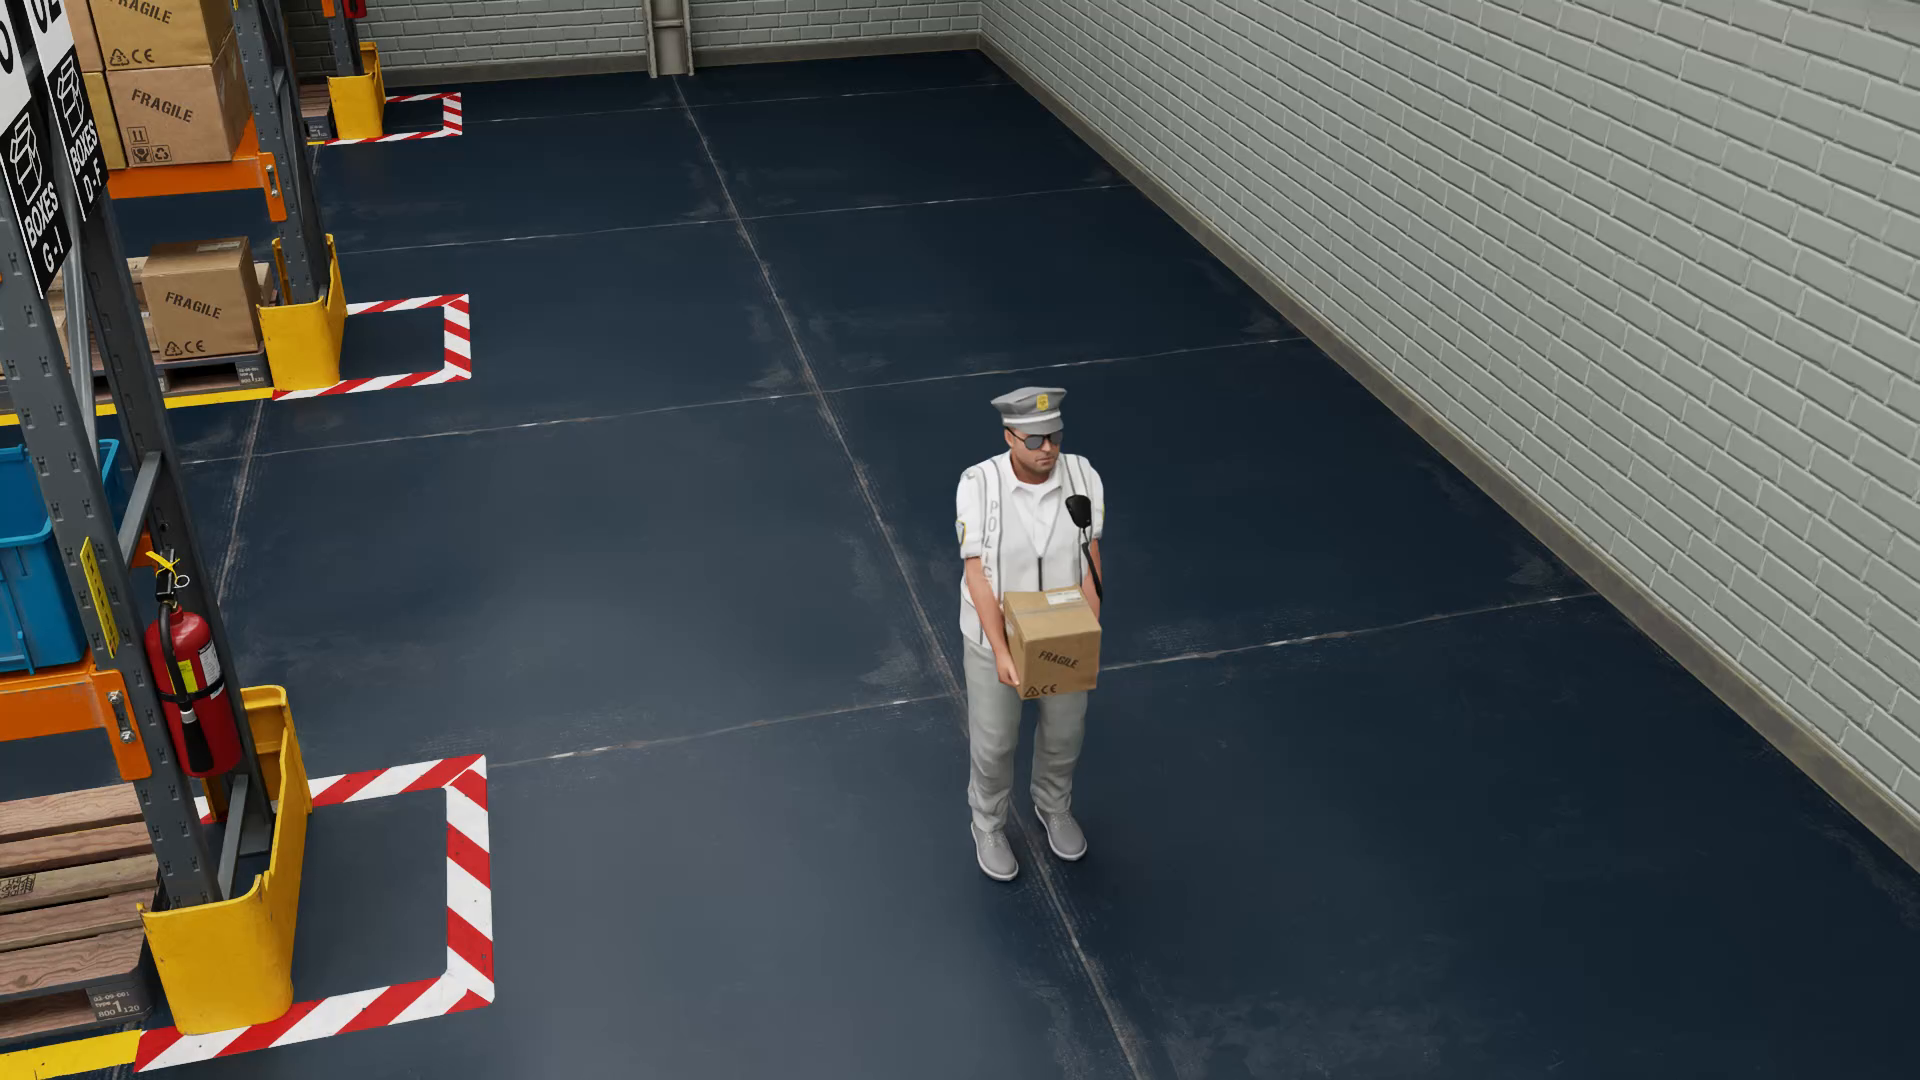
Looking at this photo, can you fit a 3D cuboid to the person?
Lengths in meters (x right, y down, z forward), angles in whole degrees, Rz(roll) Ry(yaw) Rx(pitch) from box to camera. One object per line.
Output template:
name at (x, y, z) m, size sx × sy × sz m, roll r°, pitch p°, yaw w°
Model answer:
person at (0.253, 0.338, 5.525) m, size 0.494 × 1.767 × 0.563 m, roll -7°, pitch 31°, yaw -12°
